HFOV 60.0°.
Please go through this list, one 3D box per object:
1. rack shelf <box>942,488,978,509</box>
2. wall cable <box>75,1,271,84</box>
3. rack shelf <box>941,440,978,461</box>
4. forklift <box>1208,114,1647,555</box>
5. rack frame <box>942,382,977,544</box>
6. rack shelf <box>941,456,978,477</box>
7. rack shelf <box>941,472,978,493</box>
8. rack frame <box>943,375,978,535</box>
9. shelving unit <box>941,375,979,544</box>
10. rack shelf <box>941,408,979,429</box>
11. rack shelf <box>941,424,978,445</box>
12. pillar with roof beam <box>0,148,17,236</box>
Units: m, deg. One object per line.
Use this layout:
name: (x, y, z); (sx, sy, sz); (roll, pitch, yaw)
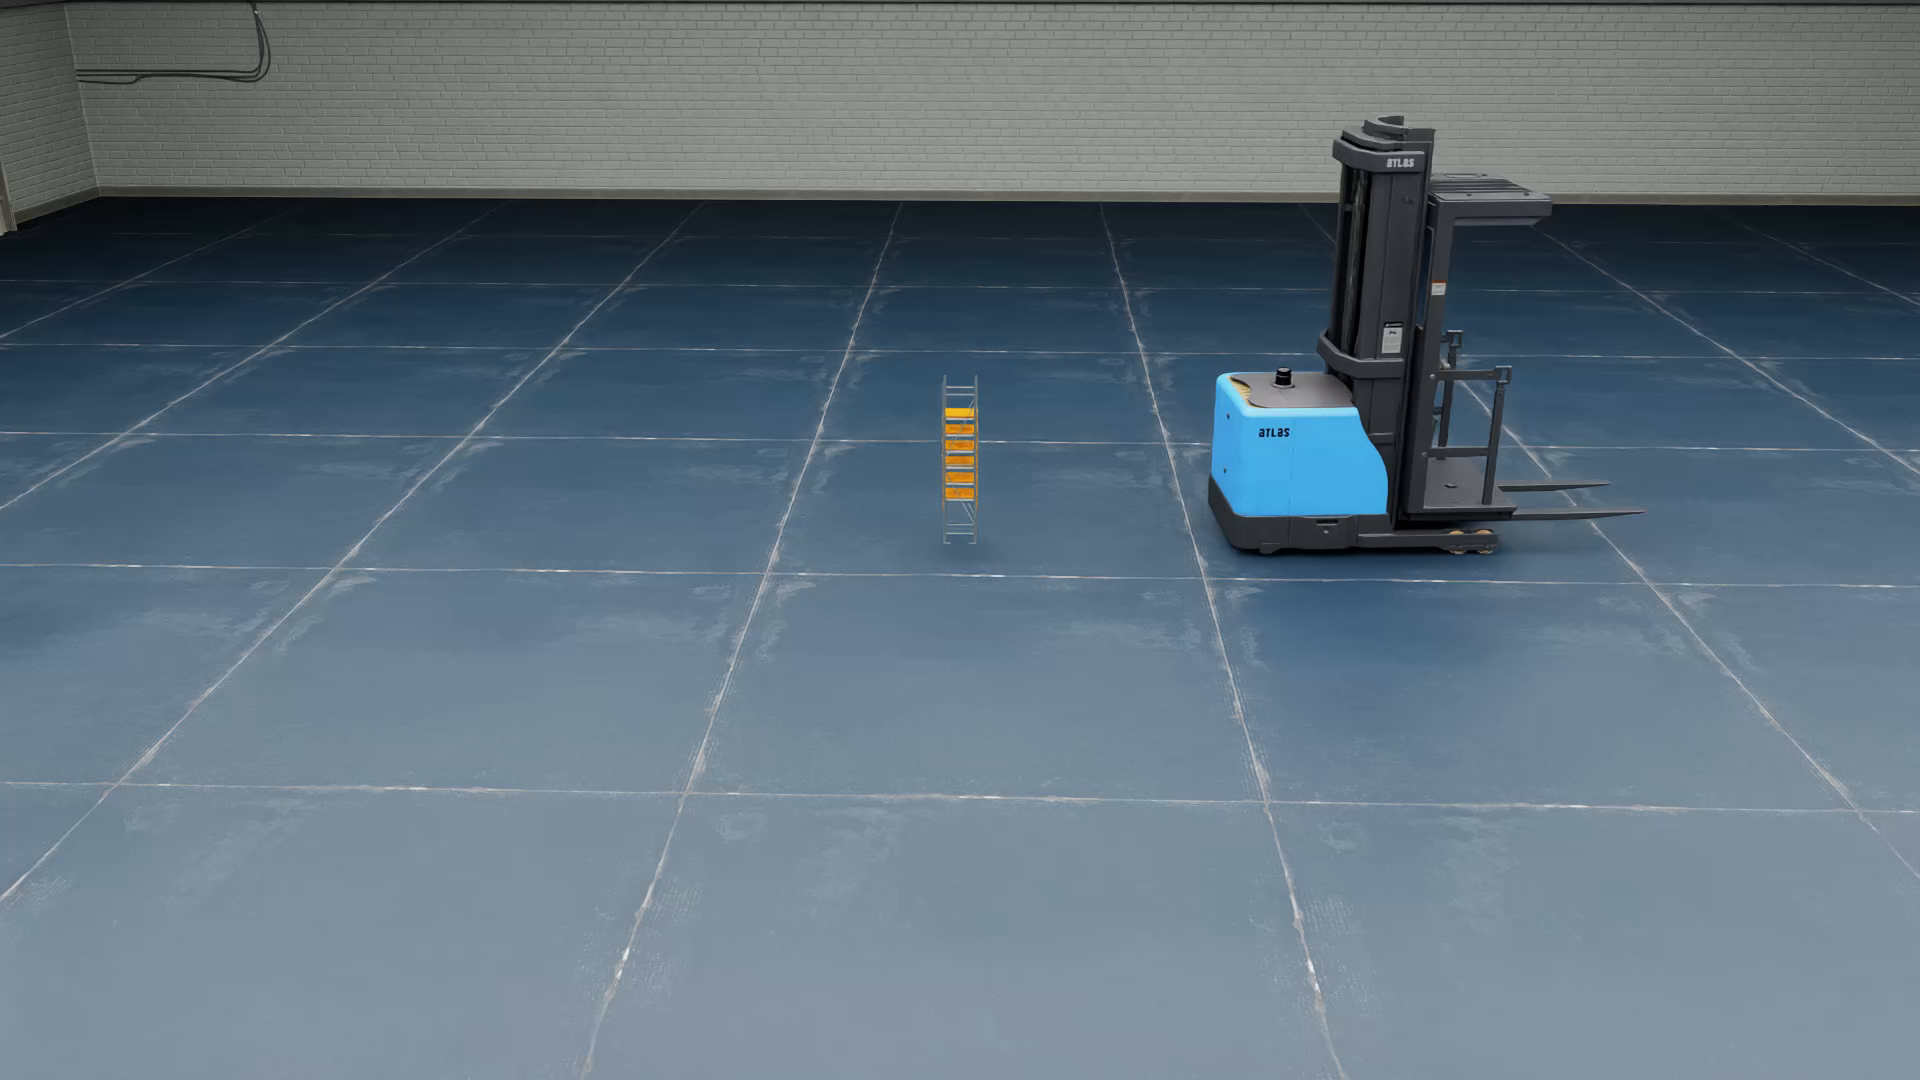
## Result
rack shelf: (0.000, -0.299, 11.928); (0.258, 0.103, 0.180); (1, 21, 2)
wall cable: (-11.867, -8.042, 24.609); (3.097, 2.526, 0.112); (1, 21, 2)
rack shelf: (0.000, -0.635, 11.798); (0.258, 0.103, 0.180); (1, 21, 2)
forklift: (3.405, -1.454, 11.725); (3.031, 2.935, 1.130); (-1, 21, -3)
rack frame: (-0.002, -0.532, 11.740); (0.240, 1.200, 0.006); (1, 21, 2)
rack shelf: (0.000, -0.523, 11.841); (0.258, 0.103, 0.180); (1, 21, 2)
rack shelf: (0.000, -0.411, 11.885); (0.258, 0.103, 0.180); (1, 21, 2)
rack frame: (0.003, -0.598, 11.911); (0.240, 1.200, 0.006); (1, 21, 2)
shelving unit: (0.000, -0.565, 11.825); (0.258, 1.200, 0.189); (1, 21, 2)
rack shelf: (0.000, -0.859, 11.711); (0.258, 0.103, 0.180); (1, 21, 2)
rack shelf: (0.000, -0.747, 11.755); (0.258, 0.103, 0.180); (1, 21, 2)
pillar with roof beam: (-8.975, -8.392, 21.217); (9.100, 9.000, 0.400); (1, 21, 2)
